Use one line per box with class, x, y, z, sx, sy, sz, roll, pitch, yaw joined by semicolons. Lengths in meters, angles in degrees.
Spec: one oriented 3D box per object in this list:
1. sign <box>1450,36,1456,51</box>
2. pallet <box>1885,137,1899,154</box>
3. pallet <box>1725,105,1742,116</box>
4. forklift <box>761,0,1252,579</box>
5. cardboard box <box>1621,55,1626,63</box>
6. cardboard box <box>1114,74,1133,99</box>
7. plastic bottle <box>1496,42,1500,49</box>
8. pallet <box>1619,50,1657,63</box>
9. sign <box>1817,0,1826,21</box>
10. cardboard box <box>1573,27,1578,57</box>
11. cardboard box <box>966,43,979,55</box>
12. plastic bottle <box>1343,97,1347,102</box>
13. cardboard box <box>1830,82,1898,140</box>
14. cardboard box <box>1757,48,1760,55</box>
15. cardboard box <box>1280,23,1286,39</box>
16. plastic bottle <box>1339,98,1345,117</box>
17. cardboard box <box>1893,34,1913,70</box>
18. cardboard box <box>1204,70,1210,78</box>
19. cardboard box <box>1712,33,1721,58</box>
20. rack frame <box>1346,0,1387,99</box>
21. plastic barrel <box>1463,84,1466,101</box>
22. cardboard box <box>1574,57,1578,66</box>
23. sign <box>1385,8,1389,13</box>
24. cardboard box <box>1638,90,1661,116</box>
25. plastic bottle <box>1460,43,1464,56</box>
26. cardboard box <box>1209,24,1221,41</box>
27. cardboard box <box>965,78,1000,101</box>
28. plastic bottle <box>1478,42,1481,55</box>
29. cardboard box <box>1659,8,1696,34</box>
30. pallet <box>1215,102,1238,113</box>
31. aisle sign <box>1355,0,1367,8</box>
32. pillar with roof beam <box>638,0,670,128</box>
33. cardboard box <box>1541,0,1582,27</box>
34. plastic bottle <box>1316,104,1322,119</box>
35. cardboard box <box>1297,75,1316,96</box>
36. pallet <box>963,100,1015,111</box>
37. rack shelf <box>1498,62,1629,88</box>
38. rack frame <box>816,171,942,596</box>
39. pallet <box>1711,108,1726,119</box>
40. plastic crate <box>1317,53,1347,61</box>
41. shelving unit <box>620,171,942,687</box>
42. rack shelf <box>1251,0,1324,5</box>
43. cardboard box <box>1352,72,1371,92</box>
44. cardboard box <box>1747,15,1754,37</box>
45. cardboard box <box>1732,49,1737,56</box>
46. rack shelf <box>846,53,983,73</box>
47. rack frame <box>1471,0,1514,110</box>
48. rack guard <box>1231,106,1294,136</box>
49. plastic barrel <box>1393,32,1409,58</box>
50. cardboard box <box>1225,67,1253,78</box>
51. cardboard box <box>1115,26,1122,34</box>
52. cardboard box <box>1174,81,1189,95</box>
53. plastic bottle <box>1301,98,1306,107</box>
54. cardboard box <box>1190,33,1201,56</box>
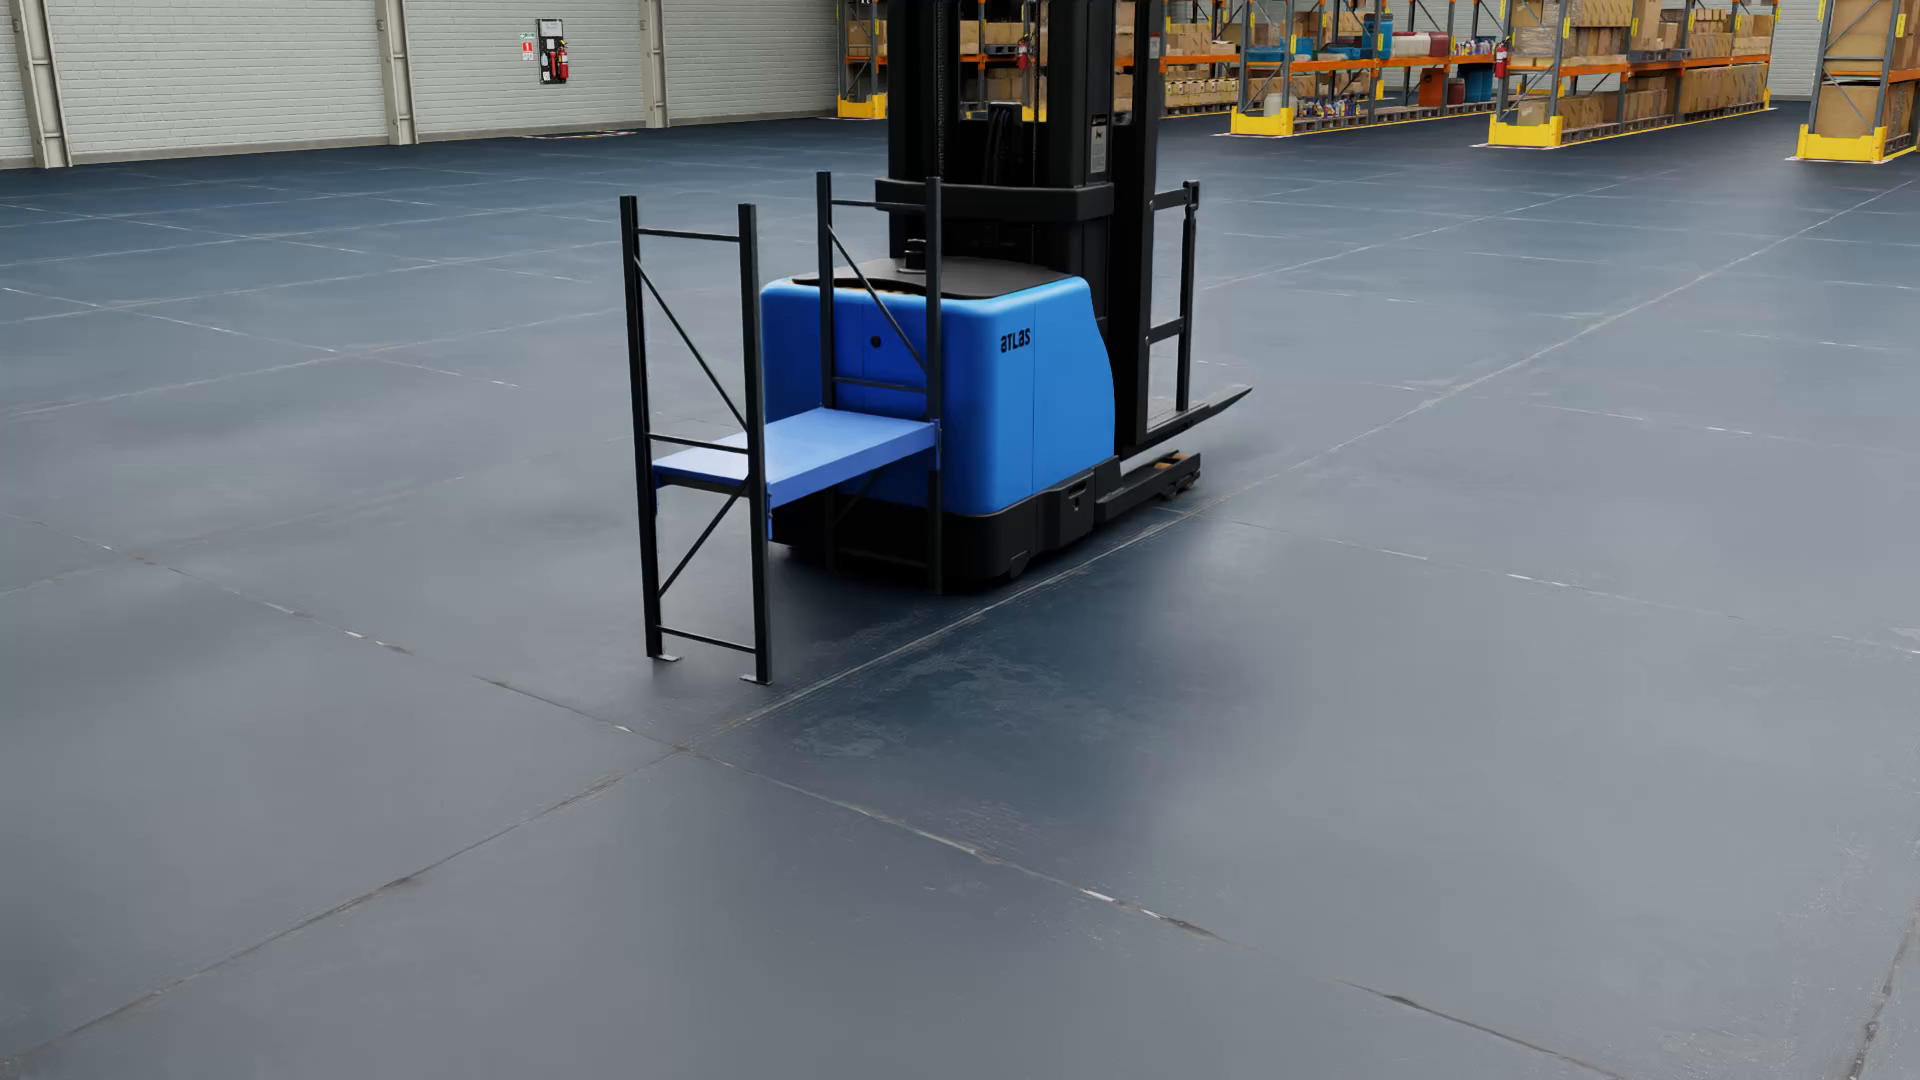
sign;10.919;-10.997;36.823;0.100;0.325;0.005;12;21;35
pallet;14.749;-6.495;27.304;1.003;0.211;1.213;12;21;35
pallet;17.350;-9.928;38.357;1.003;0.211;1.213;12;21;35
forklift;0.427;-1.640;7.082;1.130;2.935;3.031;10;20;30
cardboard box;12.176;-8.963;30.974;0.380;0.149;0.250;12;21;35
cardboard box;3.411;-9.798;35.900;0.500;0.500;0.500;12;21;35
plastic bottle;12.780;-11.697;39.550;0.061;0.283;0.133;12;21;35
pallet;12.640;-9.251;31.800;1.003;0.211;1.213;12;21;35
sign;13.180;-8.099;25.413;0.100;0.325;0.005;12;21;35
cardboard box;10.236;-8.690;29.000;0.875;0.500;0.500;12;21;35
cardboard box;0.095;-11.584;39.208;0.500;0.250;0.500;12;21;35
plastic bottle;7.822;-8.828;33.839;0.144;0.351;0.185;12;21;35
cardboard box;14.481;-6.902;26.787;0.875;0.875;0.875;12;21;34
cardboard box;18.663;-11.538;39.265;0.380;0.149;0.250;12;21;33
cardboard box;7.878;-12.660;41.577;0.700;0.500;0.500;7;19;21
plastic bottle;7.631;-8.680;33.362;0.144;0.351;0.185;12;21;34
cardboard box;14.537;-7.747;26.381;0.875;0.550;0.550;12;21;35
cardboard box;6.947;-13.493;48.643;0.700;0.500;0.500;12;21;35
cardboard box;16.169;-10.738;36.095;0.500;0.500;0.500;12;21;34
rack frame;11.264;-13.796;46.112;1.000;3.000;0.127;12;21;35
plastic barrel;11.689;-10.566;39.196;0.421;0.512;0.421;0;17;0
cardboard box;10.503;-8.316;28.888;0.380;0.149;0.250;12;21;35
sign;11.698;-14.397;45.562;0.100;0.325;0.005;12;21;35
cardboard box;13.748;-8.858;33.684;0.700;0.500;0.500;10;20;30
plastic bottle;11.383;-11.139;37.752;0.061;0.283;0.133;12;21;35
cardboard box;6.988;-14.691;48.487;0.980;0.700;0.700;14;22;37
cardboard box;0.559;-11.007;40.604;0.700;0.500;0.500;13;22;37
plastic bottle;12.044;-11.403;38.602;0.061;0.283;0.133;12;21;35
cardboard box;14.900;-10.837;34.724;0.797;0.503;0.637;13;22;37
pallet;5.976;-10.370;39.781;1.003;0.211;1.213;12;21;35
aisle sign;11.069;-15.106;45.946;0.394;0.787;0.004;12;21;35
pillar with roof beam;-2.645;-11.855;29.744;9.100;9.000;0.400;12;21;35
cardboard box;10.231;-8.984;28.260;0.500;0.500;0.500;12;21;35
plastic bottle;7.037;-8.393;32.572;0.097;0.271;0.097;0;17;0
cardboard box;8.817;-11.692;42.808;0.500;0.500;0.500;12;21;34
pallet;0.596;-10.666;40.736;1.003;0.211;1.213;12;21;35
rack shelf;10.876;-8.367;29.841;1.077;0.370;4.000;12;21;35
rack frame;-0.287;-0.554;5.997;0.500;1.500;0.032;10;20;30
pallet;16.435;-9.563;37.183;1.003;0.211;1.213;12;21;35
plastic crate;7.326;-9.504;32.736;0.530;0.136;0.437;12;21;35
shelving unit;-0.551;-0.425;5.582;0.538;1.500;1.048;10;20;30
rack shelf;7.689;-13.456;41.172;1.077;0.370;4.000;12;21;35
cardboard box;11.138;-12.639;45.860;0.500;0.500;0.500;12;21;35
cardboard box;17.931;-11.830;38.268;0.500;0.500;0.500;12;21;33
cardboard box;17.278;-10.984;37.479;0.380;0.149;0.250;12;21;35
rack shelf;-1.058;-10.993;38.297;1.077;0.370;4.000;12;21;35
rack frame;12.857;-11.967;40.223;1.000;3.000;0.127;12;21;35
rack guard;5.714;-7.942;31.475;1.175;0.500;0.348;12;21;35
plastic barrel;9.273;-10.491;35.238;0.433;0.535;0.433;0;17;0
cardboard box;6.896;-11.544;41.067;0.500;0.250;0.500;13;22;37
cardboard box;3.211;-10.827;35.288;0.380;0.149;0.250;13;22;36
cardboard box;4.863;-10.266;37.727;0.500;0.311;0.500;12;21;34
plastic bottle;6.910;-8.742;33.561;0.144;0.351;0.185;12;21;34
cardboard box;5.197;-11.411;38.261;0.500;0.500;0.500;12;21;35
